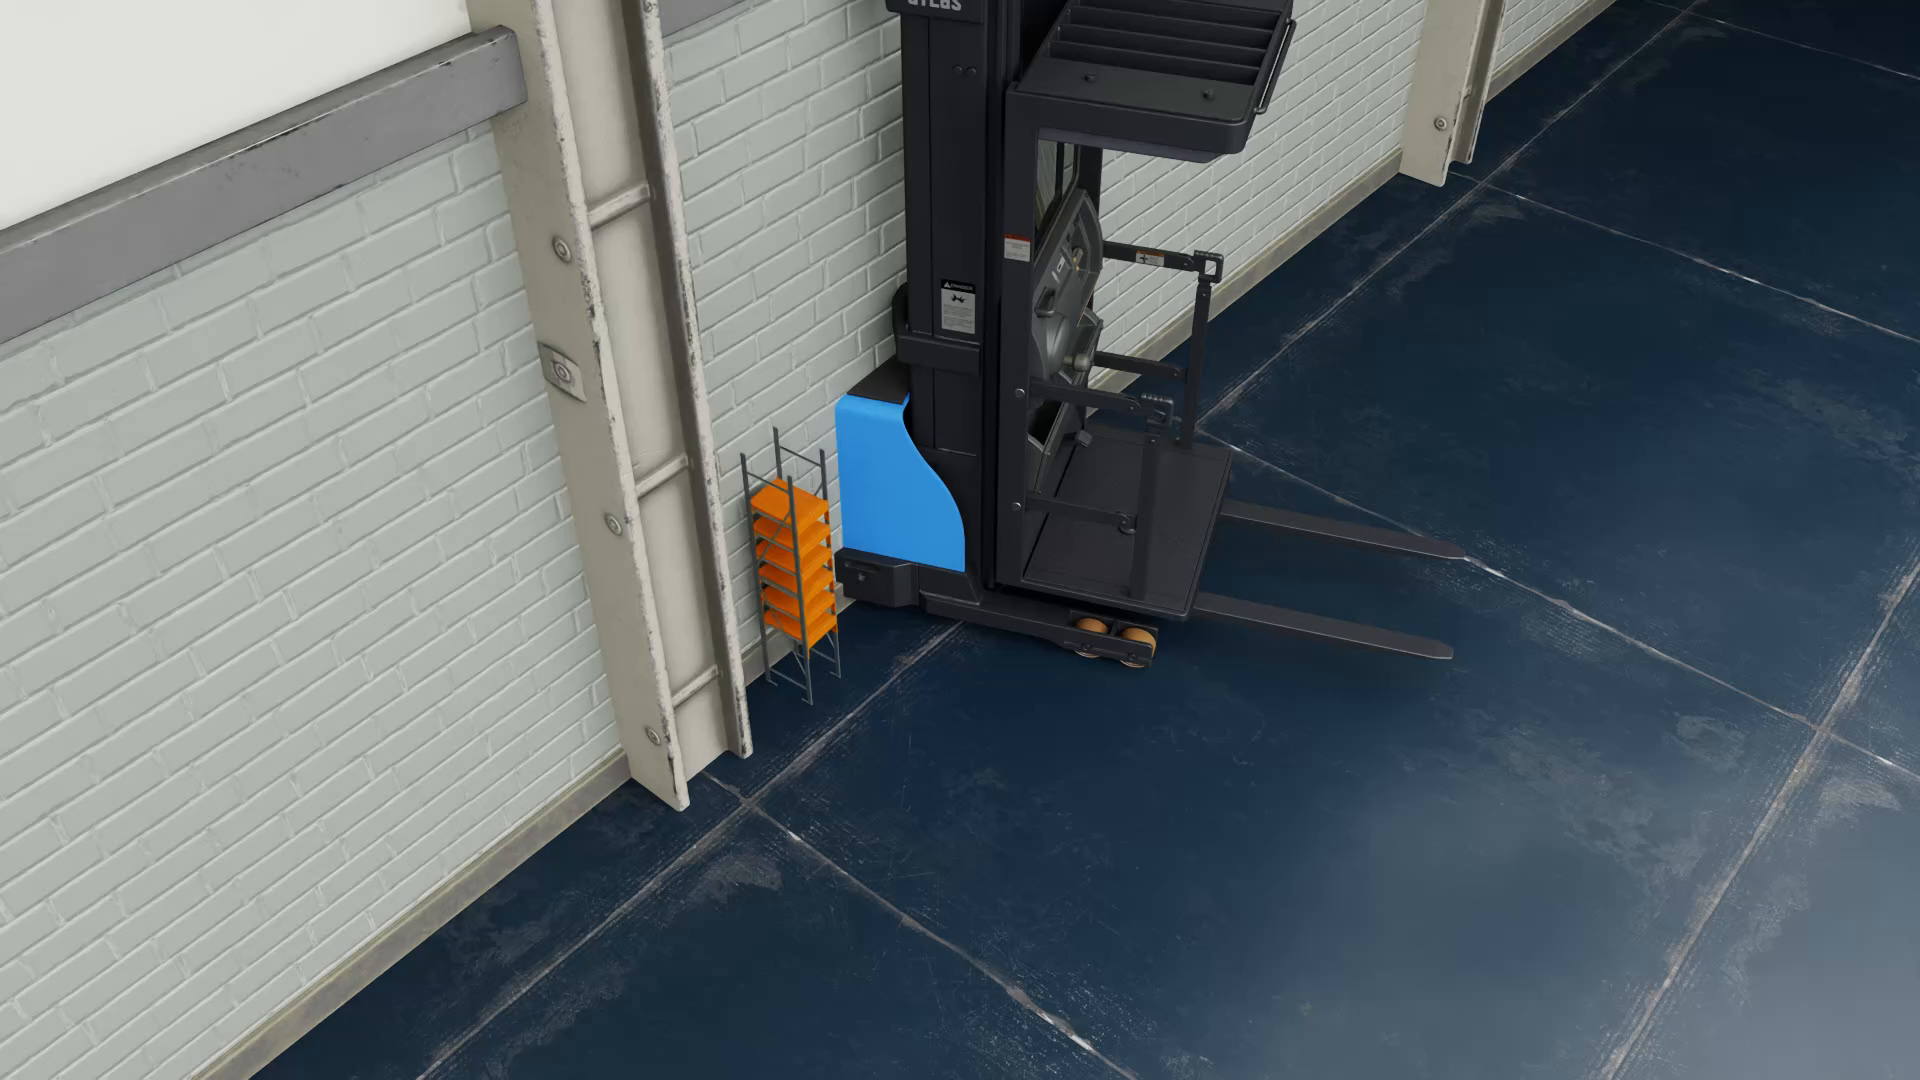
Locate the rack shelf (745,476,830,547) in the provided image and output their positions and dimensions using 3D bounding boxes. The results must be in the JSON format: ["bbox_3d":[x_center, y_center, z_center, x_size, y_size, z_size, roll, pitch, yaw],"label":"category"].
[{"bbox_3d":[-0.641,-0.109,6.191,0.258,0.103,0.180,25,48,25],"label":"rack shelf"}]

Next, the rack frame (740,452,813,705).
[{"bbox_3d":[-0.694,0.175,6.348,0.240,1.200,0.006,25,48,25],"label":"rack frame"}]

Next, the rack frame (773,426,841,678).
[{"bbox_3d":[-0.588,0.074,6.458,0.240,1.200,0.006,25,48,25],"label":"rack frame"}]

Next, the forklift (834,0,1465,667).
[{"bbox_3d":[0.599,-0.961,6.311,3.031,2.935,1.130,12,44,12],"label":"forklift"}]

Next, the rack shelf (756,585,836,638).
[{"bbox_3d":[-0.641,0.246,6.514,0.258,0.103,0.180,25,48,25],"label":"rack shelf"}]

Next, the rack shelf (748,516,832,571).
[{"bbox_3d":[-0.641,-0.020,6.272,0.258,0.103,0.180,25,48,25],"label":"rack shelf"}]

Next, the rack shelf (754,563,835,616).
[{"bbox_3d":[-0.641,0.158,6.433,0.258,0.103,0.180,25,48,25],"label":"rack shelf"}]

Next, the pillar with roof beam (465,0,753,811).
[{"bbox_3d":[2.244,-0.603,1.406,9.100,9.000,0.400,29,50,28],"label":"pillar with roof beam"}]

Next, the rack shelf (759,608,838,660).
[{"bbox_3d":[-0.641,0.335,6.595,0.258,0.103,0.180,25,48,25],"label":"rack shelf"}]

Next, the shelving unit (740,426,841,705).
[{"bbox_3d":[-0.641,0.125,6.403,0.258,1.200,0.189,25,48,25],"label":"shelving unit"}]

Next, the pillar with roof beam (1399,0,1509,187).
[{"bbox_3d":[6.105,-3.692,4.804,9.100,9.000,0.400,29,50,28],"label":"pillar with roof beam"}]

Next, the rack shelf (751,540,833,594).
[{"bbox_3d":[-0.641,0.069,6.352,0.258,0.103,0.180,25,48,25],"label":"rack shelf"}]
